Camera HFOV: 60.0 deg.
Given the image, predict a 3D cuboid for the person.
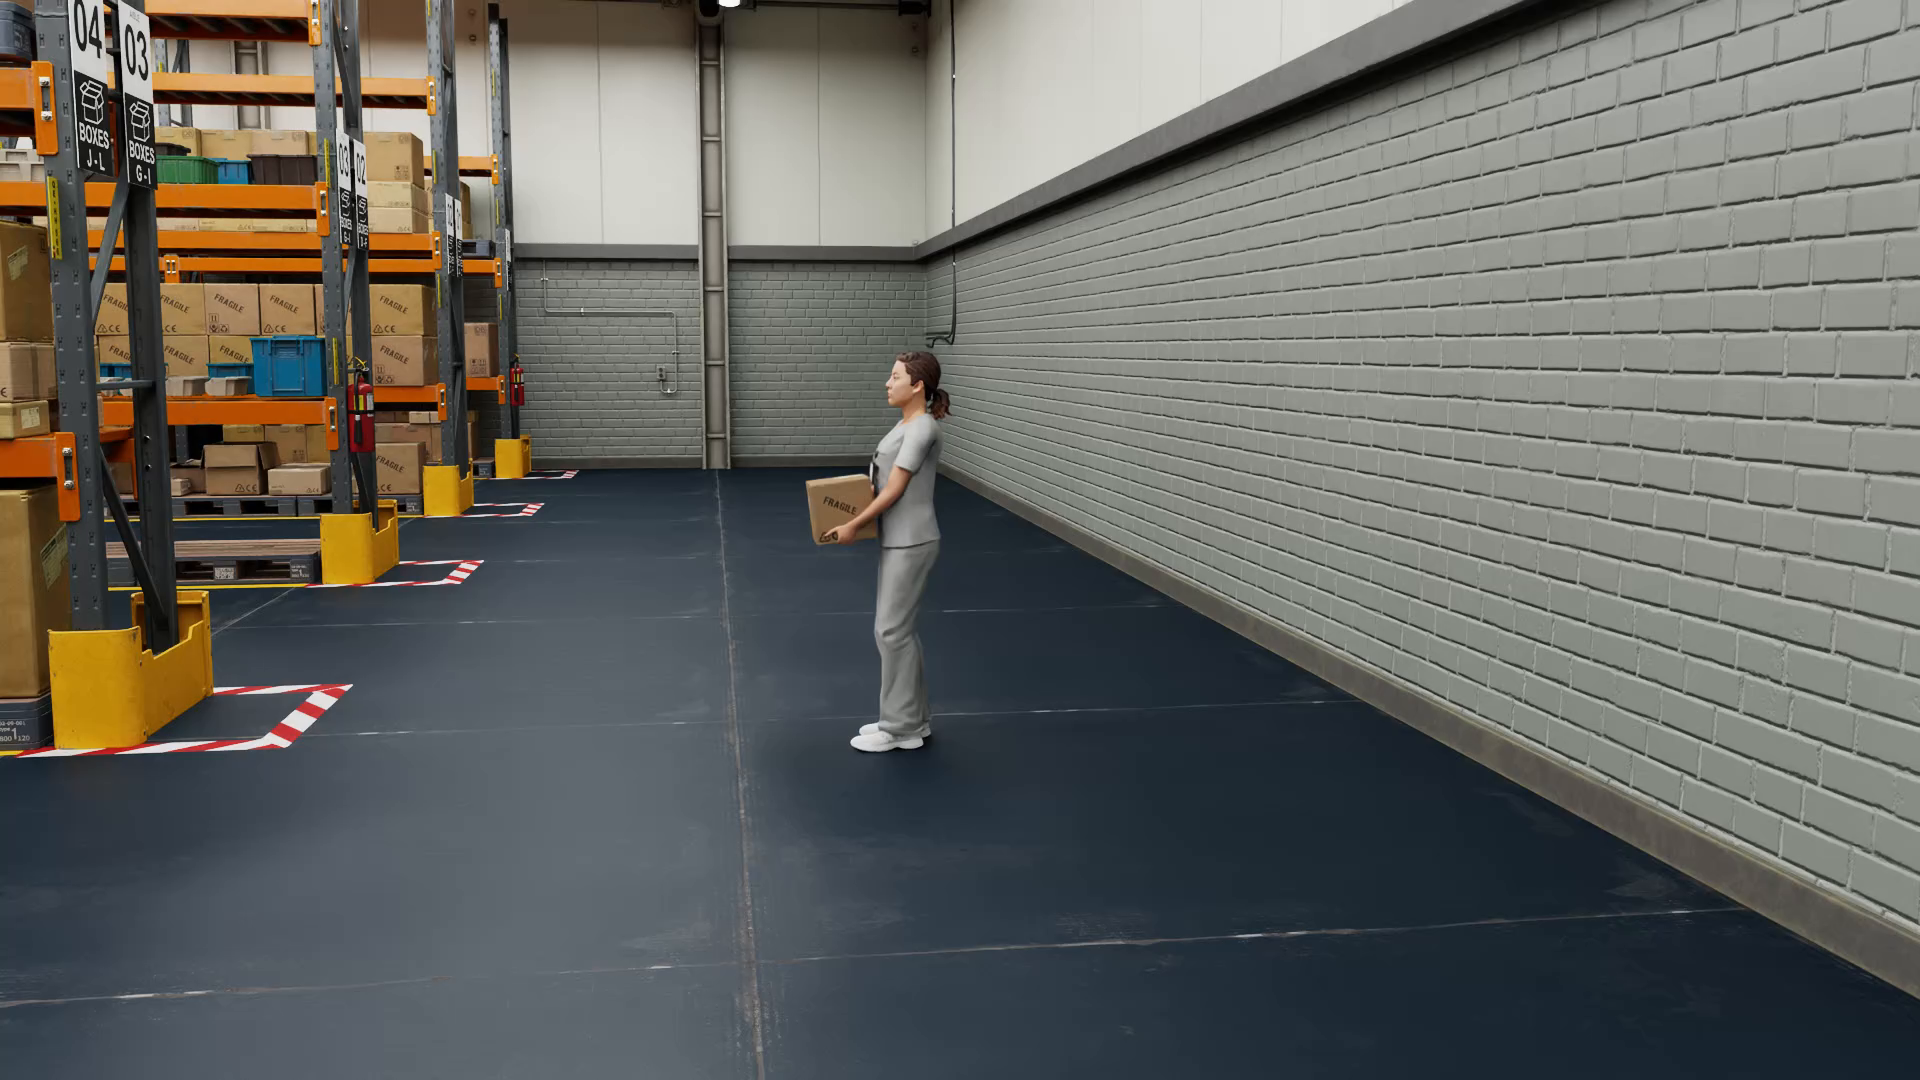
[{"bbox_3d":[-0.308,0.043,6.978,0.535,1.667,0.434,-1,7,-8],"label":"person"}]
